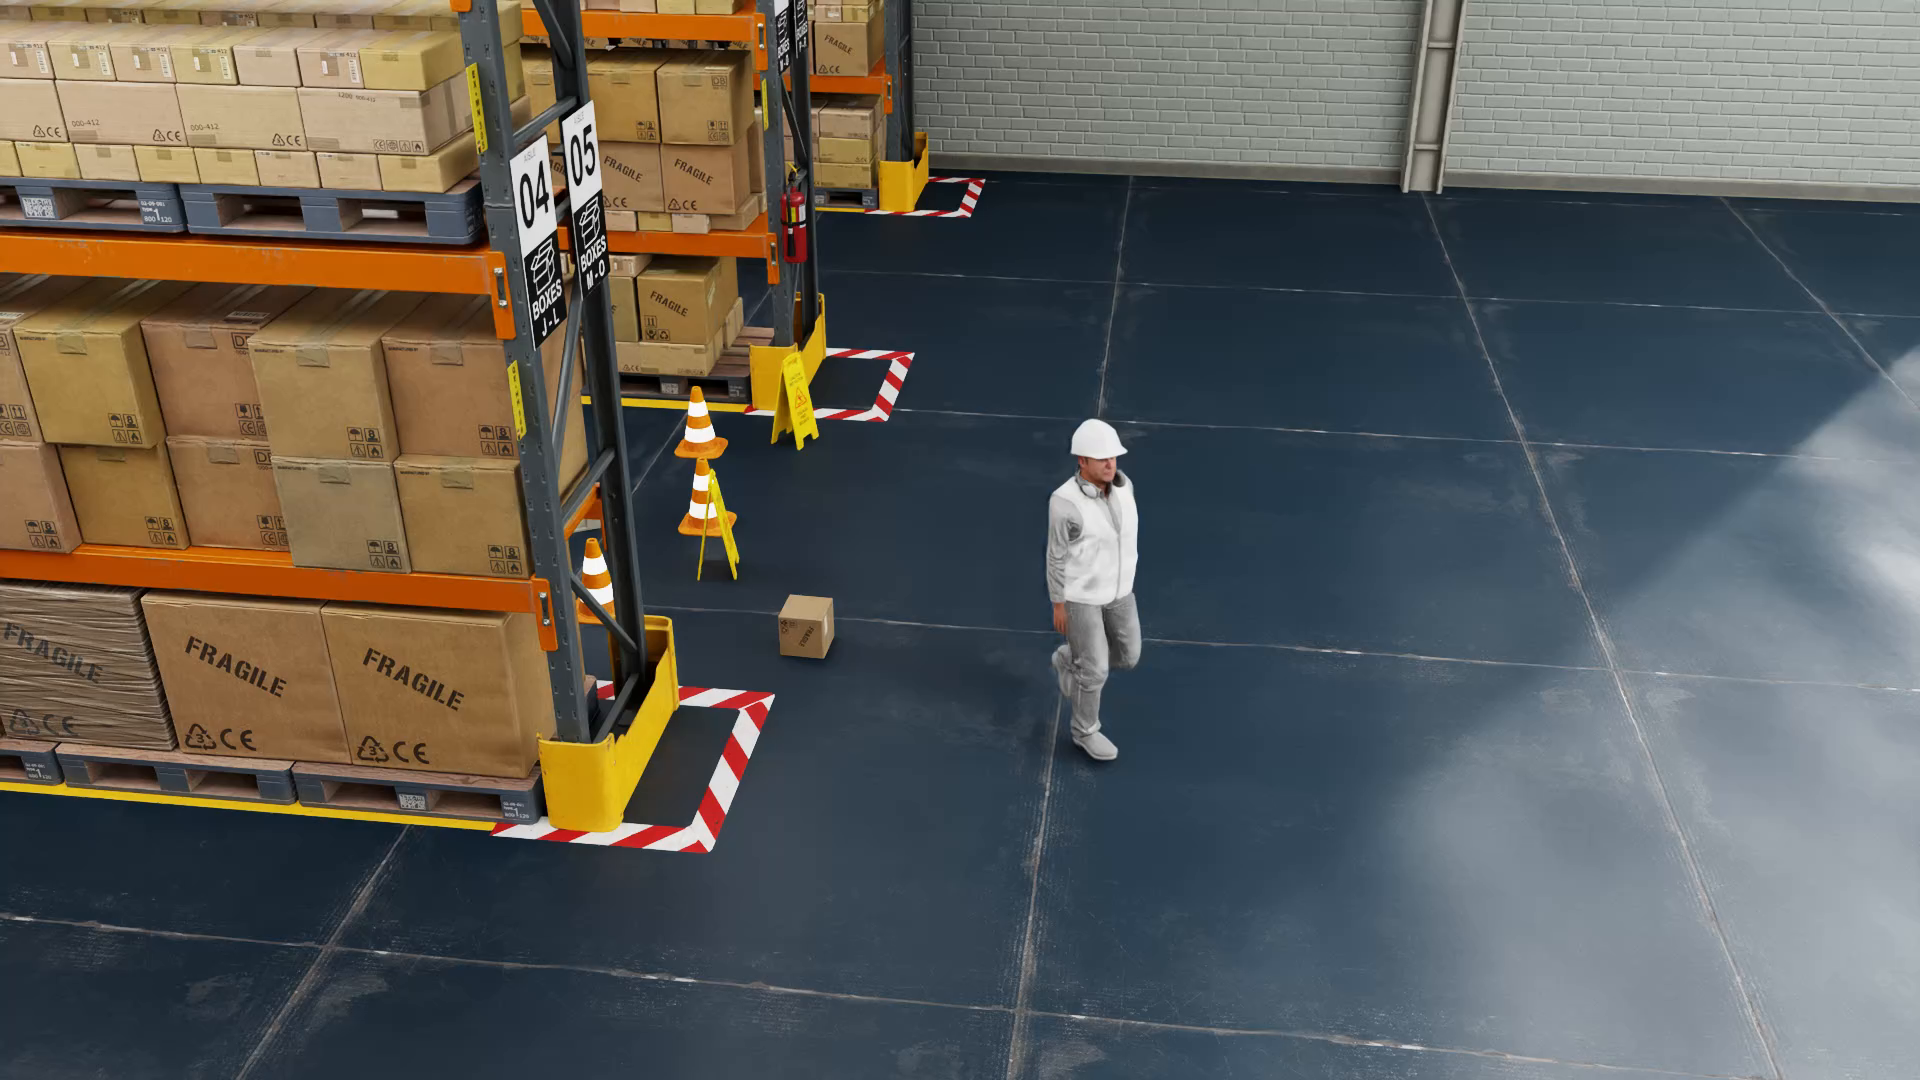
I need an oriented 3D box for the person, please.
[{"bbox_3d":[0.625,0.213,8.159,0.553,1.763,0.625,-22,35,-35],"label":"person"}]
